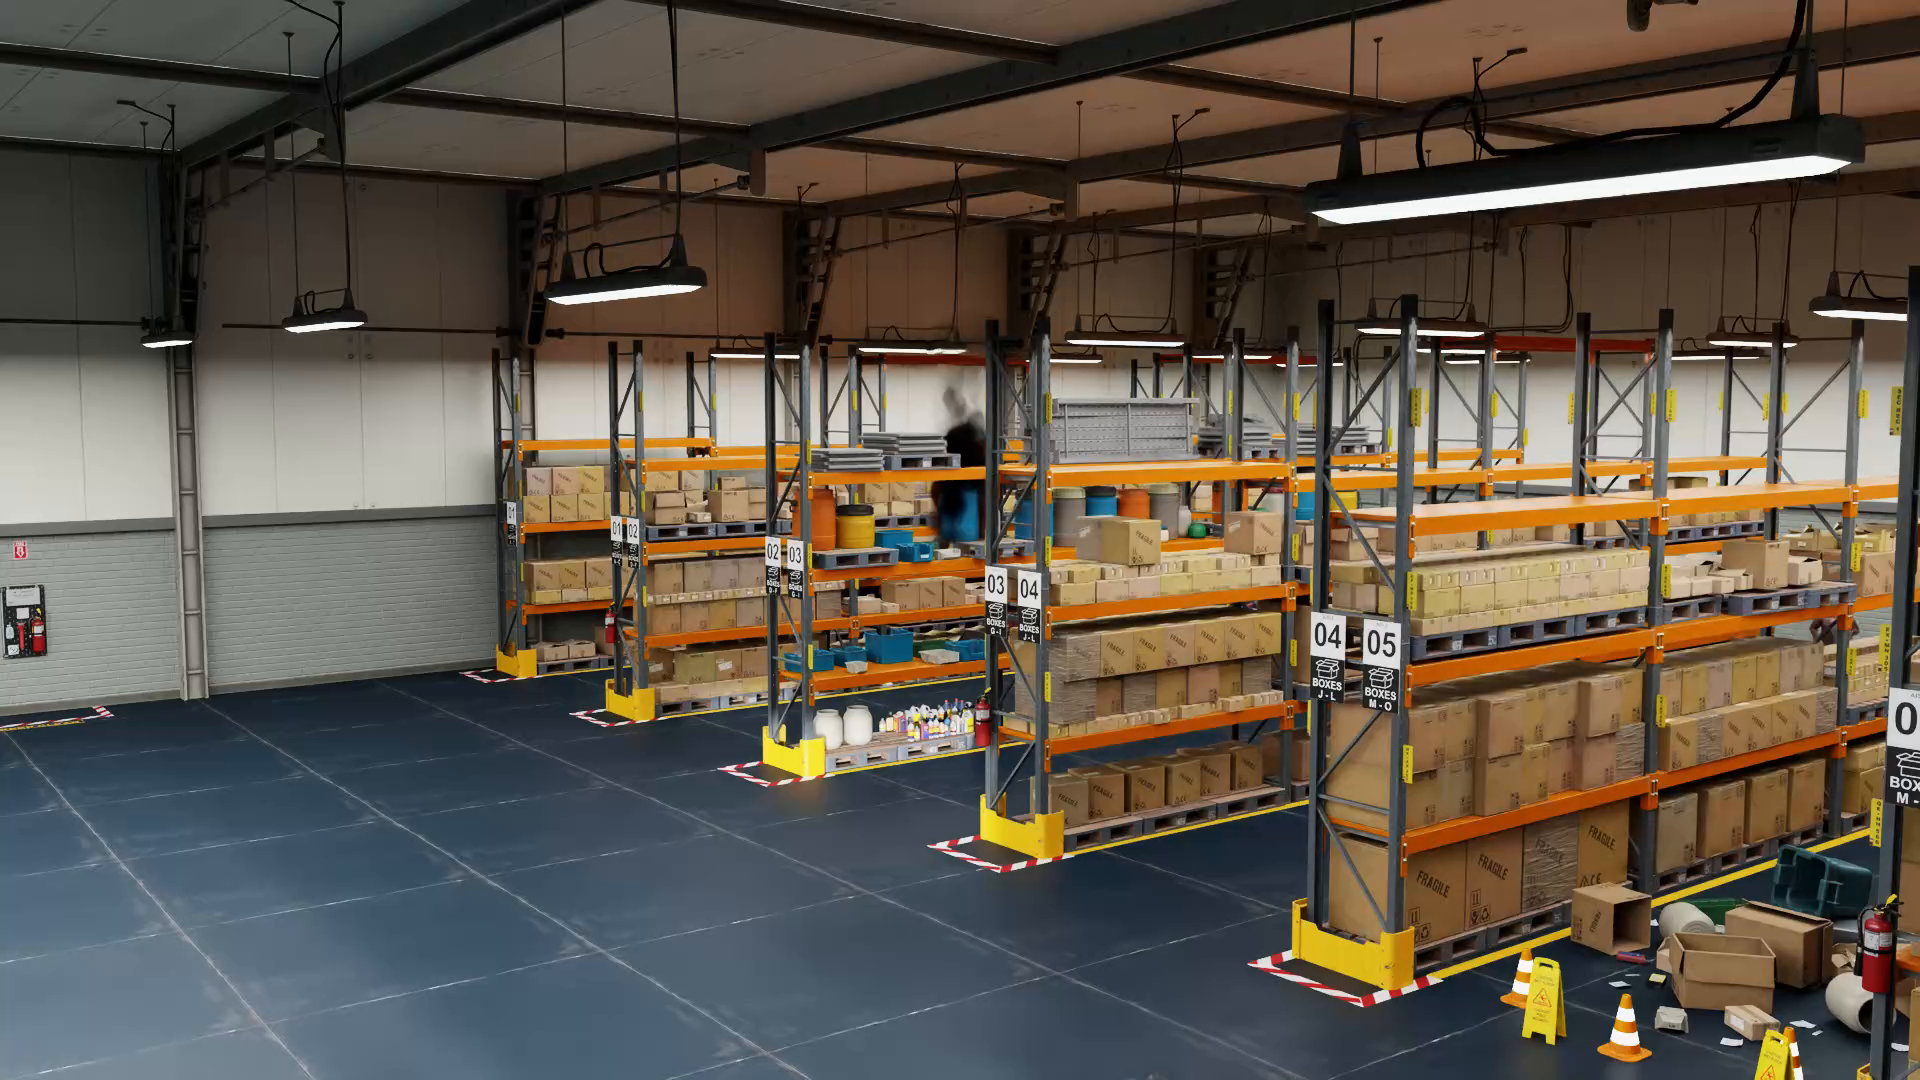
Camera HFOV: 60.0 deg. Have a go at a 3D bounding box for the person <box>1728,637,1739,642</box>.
[{"bbox_3d":[11.536,2.209,24.849,0.622,1.551,0.539,-4,7,-41],"label":"person"}]

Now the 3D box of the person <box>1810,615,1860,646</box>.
[{"bbox_3d":[14.552,1.878,27.660,0.710,1.801,0.783,2,5,18],"label":"person"}]
